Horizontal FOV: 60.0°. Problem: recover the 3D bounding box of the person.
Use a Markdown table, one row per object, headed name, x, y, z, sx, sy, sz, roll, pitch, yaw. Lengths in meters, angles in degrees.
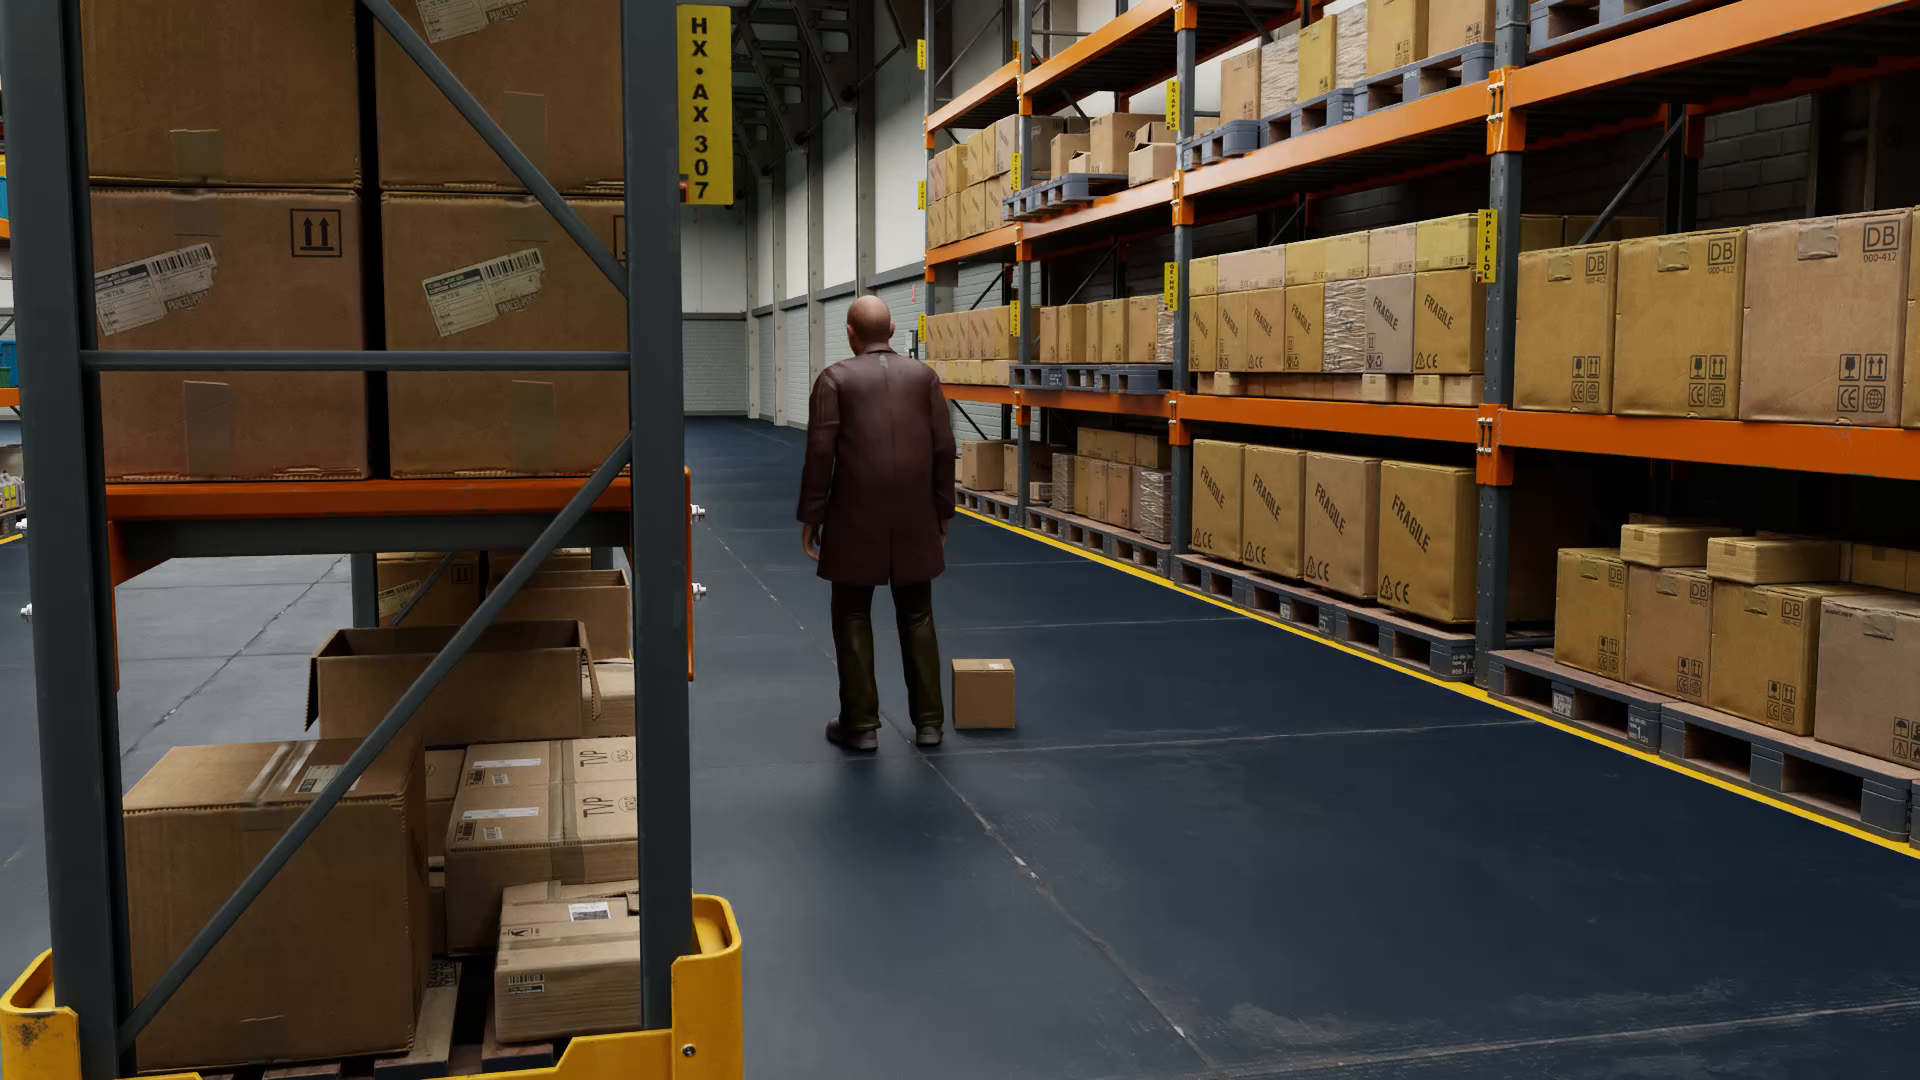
| name | x | y | z | sx | sy | sz | roll | pitch | yaw |
| --- | --- | --- | --- | --- | --- | --- | --- | --- | --- |
| person | -0.325 | -0.073 | 6.576 | 0.654 | 1.775 | 0.424 | -2 | 6 | -20 |
